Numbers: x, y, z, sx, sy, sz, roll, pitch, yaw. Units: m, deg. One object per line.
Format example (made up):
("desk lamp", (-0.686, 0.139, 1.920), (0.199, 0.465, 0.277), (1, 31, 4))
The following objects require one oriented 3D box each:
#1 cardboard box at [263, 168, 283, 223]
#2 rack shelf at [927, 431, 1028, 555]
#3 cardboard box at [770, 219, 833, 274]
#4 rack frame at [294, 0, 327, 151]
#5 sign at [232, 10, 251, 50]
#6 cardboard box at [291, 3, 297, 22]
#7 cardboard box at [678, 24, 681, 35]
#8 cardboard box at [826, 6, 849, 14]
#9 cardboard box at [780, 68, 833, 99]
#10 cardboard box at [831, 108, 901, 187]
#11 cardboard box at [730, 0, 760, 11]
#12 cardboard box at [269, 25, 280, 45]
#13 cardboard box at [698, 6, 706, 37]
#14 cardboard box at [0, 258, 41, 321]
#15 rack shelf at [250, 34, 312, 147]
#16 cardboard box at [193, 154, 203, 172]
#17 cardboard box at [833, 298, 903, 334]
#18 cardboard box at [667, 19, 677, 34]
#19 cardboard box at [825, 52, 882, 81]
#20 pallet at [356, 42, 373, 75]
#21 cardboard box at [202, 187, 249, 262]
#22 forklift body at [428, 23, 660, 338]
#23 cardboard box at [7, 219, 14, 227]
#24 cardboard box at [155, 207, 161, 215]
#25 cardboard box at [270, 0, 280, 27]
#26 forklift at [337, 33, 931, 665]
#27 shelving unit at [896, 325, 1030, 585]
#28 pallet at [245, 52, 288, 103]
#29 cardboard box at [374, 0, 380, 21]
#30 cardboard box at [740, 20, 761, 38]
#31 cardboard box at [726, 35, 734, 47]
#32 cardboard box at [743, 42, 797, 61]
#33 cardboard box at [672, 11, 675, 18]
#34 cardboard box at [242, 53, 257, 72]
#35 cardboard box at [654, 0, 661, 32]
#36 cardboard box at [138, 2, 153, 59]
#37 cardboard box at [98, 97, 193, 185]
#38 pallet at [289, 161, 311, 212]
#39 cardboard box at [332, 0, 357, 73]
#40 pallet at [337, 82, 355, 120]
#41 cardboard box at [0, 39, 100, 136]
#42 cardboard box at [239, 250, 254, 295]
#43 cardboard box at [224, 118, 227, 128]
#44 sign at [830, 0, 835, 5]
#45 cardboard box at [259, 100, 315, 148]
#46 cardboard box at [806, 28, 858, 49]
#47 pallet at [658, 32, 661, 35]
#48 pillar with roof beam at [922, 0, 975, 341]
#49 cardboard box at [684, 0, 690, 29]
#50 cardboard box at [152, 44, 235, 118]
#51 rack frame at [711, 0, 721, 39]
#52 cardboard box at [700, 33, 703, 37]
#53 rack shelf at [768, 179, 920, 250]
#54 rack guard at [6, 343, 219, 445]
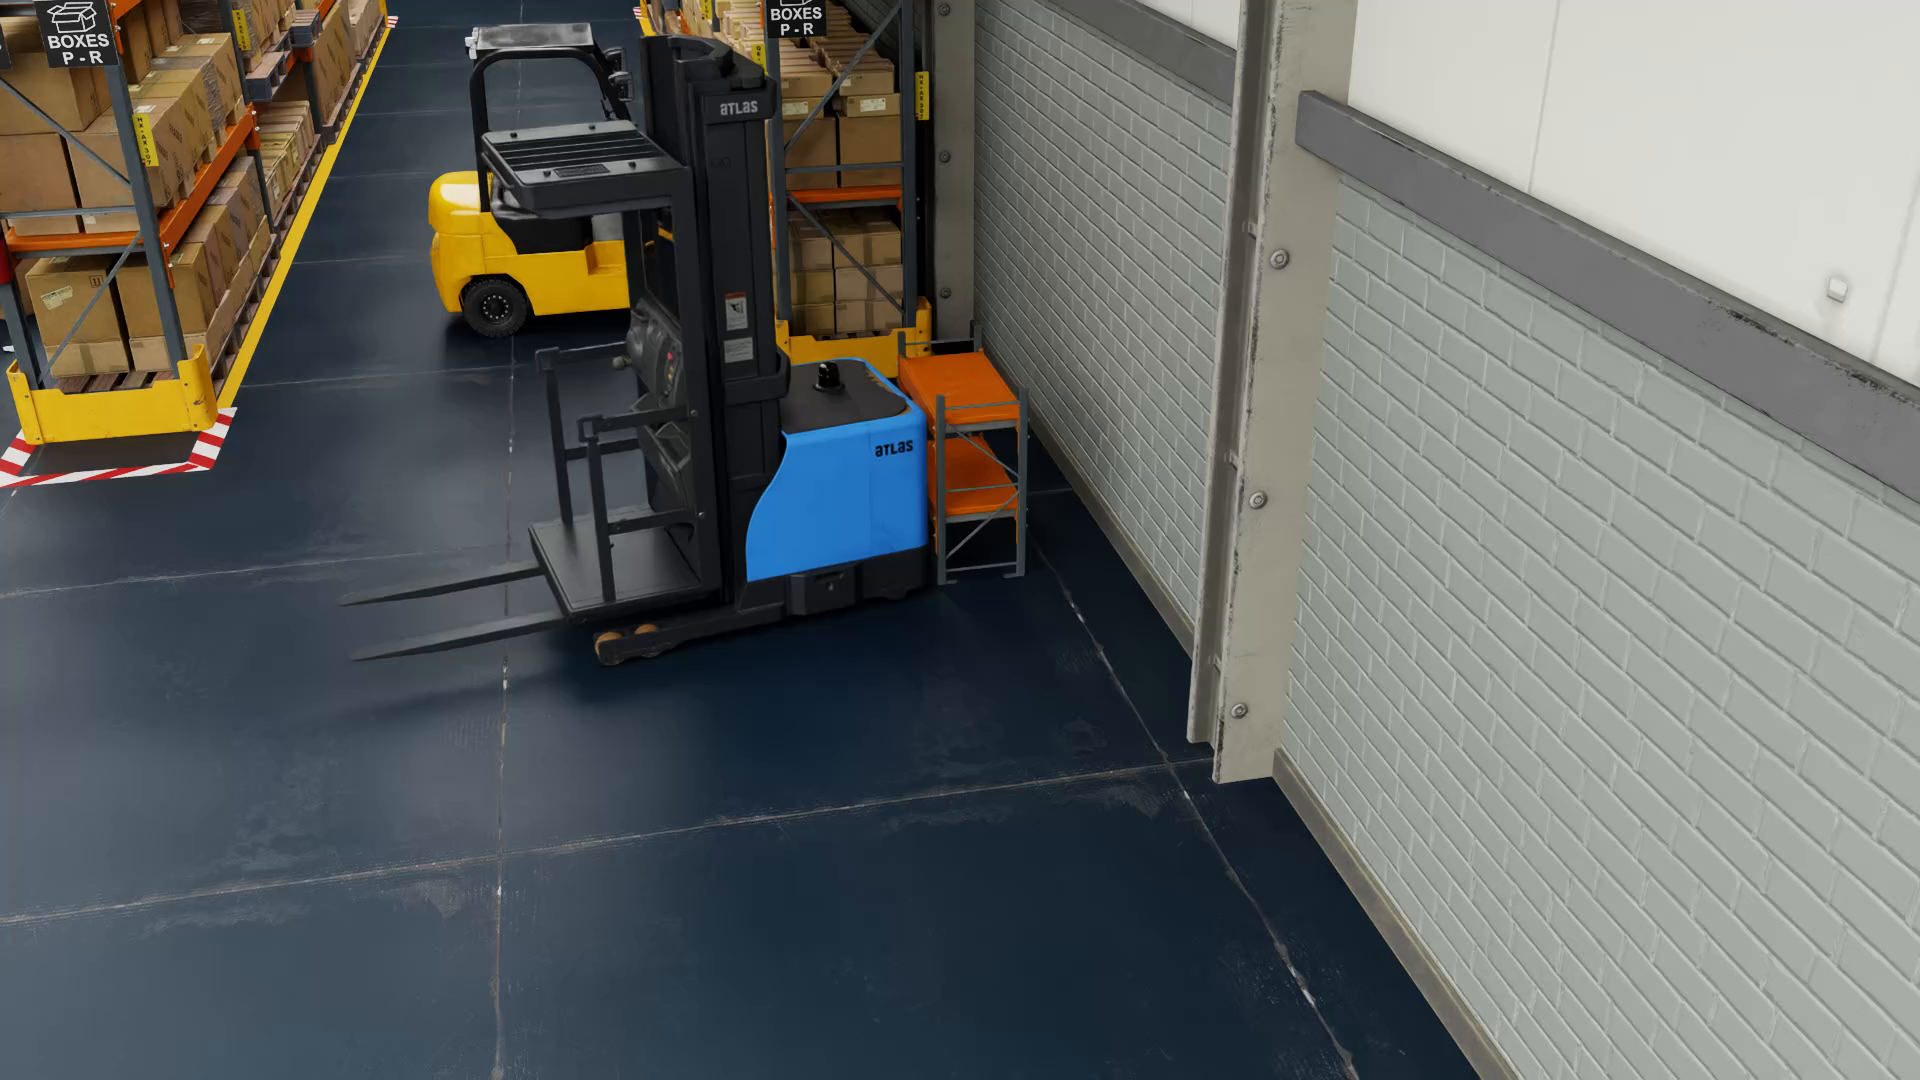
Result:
("cardboard box", (-6.662, -3.065, 14.945), (0.950, 0.372, 0.625), (-6, 27, -11))
("rack shelf", (0.001, -0.288, 9.614), (0.538, 0.278, 1.000), (-6, 27, -12))
("cardboard box", (-1.212, -2.147, 12.152), (0.500, 0.250, 0.500), (-5, 27, -10))
("rack frame", (-7.443, -5.577, 17.470), (1.000, 3.000, 0.127), (-6, 27, -12))
("sign", (-6.014, -4.266, 13.912), (0.100, 0.325, 0.005), (-6, 27, -12))
("cardboard box", (-6.908, -5.316, 16.766), (0.380, 0.149, 0.250), (-6, 27, -12))
("cardboard box", (-3.237, -6.220, 20.332), (0.380, 0.149, 0.250), (-7, 28, -14))
("cardboard box", (-1.134, -4.352, 13.881), (0.380, 0.149, 0.250), (-6, 27, -13))
("cardboard box", (-1.091, -3.174, 11.548), (0.380, 0.149, 0.250), (-6, 27, -11))
("cardboard box", (-0.646, -2.861, 11.978), (0.500, 0.500, 0.500), (-5, 27, -10))
("cardboard box", (-1.759, -4.520, 14.215), (0.380, 0.149, 0.250), (-6, 27, -11))
("cardboard box", (-6.625, -4.746, 15.637), (0.380, 0.149, 0.250), (-5, 27, -10))
("cardboard box", (-2.189, -4.898, 15.736), (0.500, 0.250, 0.500), (-7, 28, -13))
("cardboard box", (-7.626, -2.098, 13.348), (0.500, 0.500, 0.500), (13, 30, 24))
("rack shelf", (-6.992, -4.378, 15.893), (1.077, 0.370, 4.000), (-6, 27, -12))
("cardboard box", (-5.818, -2.812, 12.271), (0.380, 0.149, 0.250), (-7, 28, -13))
("cardboard box", (-0.725, -1.766, 12.506), (0.500, 0.250, 0.500), (-6, 27, -11))
("cardboard box", (-3.490, -6.442, 21.493), (0.500, 0.500, 0.500), (-6, 27, -12))
("cardboard box", (-0.772, -3.440, 12.075), (0.380, 0.149, 0.250), (-5, 27, -11))
("pallet", (-8.439, -6.430, 22.255), (1.003, 0.211, 1.213), (-6, 27, -12))
("cardboard box", (-5.914, -2.436, 13.001), (0.500, 0.500, 0.500), (-5, 27, -9))
("forklift body", (-3.009, -2.839, 12.988), (2.313, 2.155, 1.214), (-6, 27, -12))
("cardboard box", (-6.098, -2.195, 11.049), (0.380, 0.149, 0.250), (-6, 27, -12))
("cardboard box", (-5.586, -2.232, 11.123), (0.380, 0.149, 0.250), (-6, 27, -11))
("cardboard box", (-6.705, -5.084, 15.586), (0.500, 0.500, 0.500), (-7, 28, -14))
("forklift", (-1.722, -0.940, 8.360), (3.031, 2.935, 1.130), (-11, 29, -21))
("shelving unit", (0.001, -0.506, 9.504), (0.538, 1.125, 1.048), (-6, 27, -12))
("pallet", (-6.572, -4.086, 14.729), (1.003, 0.211, 1.213), (-6, 27, -12))
("cardboard box", (-8.999, -7.853, 24.357), (0.875, 0.438, 0.875), (-7, 28, -13))
("cardboard box", (-1.556, -4.066, 13.316), (0.380, 0.149, 0.250), (-6, 27, -12))
("cardboard box", (-1.704, -4.038, 13.590), (0.380, 0.149, 0.250), (-6, 27, -12))
("cardboard box", (-1.412, -3.611, 12.414), (0.380, 0.149, 0.250), (-5, 27, -10))
("cardboard box", (-3.550, -6.902, 21.683), (0.380, 0.149, 0.250), (-7, 28, -13))
("cardboard box", (-6.358, -4.171, 14.498), (0.380, 0.149, 0.250), (-6, 27, -11))
("cardboard box", (-3.976, -7.553, 23.694), (0.700, 0.500, 0.500), (-7, 28, -14))
("cardboard box", (-6.473, -3.780, 12.359), (0.700, 0.500, 0.500), (-7, 28, -13))
("cardboard box", (-5.596, -2.706, 11.340), (0.500, 0.500, 0.500), (-5, 27, -10))
("pallet", (-6.997, -3.454, 16.360), (1.003, 0.211, 1.213), (-6, 27, -12))
("cardboard box", (-8.127, -6.308, 20.810), (0.875, 0.875, 0.875), (-5, 27, -10))
("pallet", (-7.818, -5.220, 19.859), (1.003, 0.211, 1.213), (-6, 27, -12))
("cardboard box", (-5.968, -2.891, 10.598), (0.700, 0.500, 0.500), (-7, 28, -13))
("cardboard box", (-5.906, -2.092, 13.152), (0.500, 0.250, 0.500), (-6, 27, -11))
("cardboard box", (-6.126, -3.367, 13.372), (0.380, 0.149, 0.250), (-6, 27, -11))
("sign", (-1.166, -4.806, 14.893), (0.100, 0.325, 0.005), (-6, 27, -12))
("cardboard box", (-7.325, -4.342, 17.474), (0.950, 0.372, 0.625), (-8, 28, -15))
("cardboard box", (-0.993, -3.889, 12.965), (0.380, 0.149, 0.250), (-6, 27, -11))
("pallet", (-3.663, -6.895, 23.177), (1.003, 0.211, 1.213), (-6, 27, -12))
("pillar with roof beam", (-4.278, -5.209, 10.083), (9.100, 9.000, 0.400), (-6, 27, -12))
("cardboard box", (-2.637, -5.575, 17.633), (0.500, 0.250, 0.500), (-7, 28, -13))
("cardboard box", (-6.076, -3.603, 13.119), (0.500, 0.500, 0.500), (-5, 27, -10))
("rack frame", (-1.706, -4.327, 14.993), (1.000, 3.000, 0.127), (-6, 27, -12))
("cardboard box", (-2.193, -4.675, 15.849), (0.500, 0.250, 0.500), (-6, 27, -12))
("rack shelf", (-1.255, -3.128, 13.416), (1.077, 0.370, 4.000), (-6, 27, -12))
("rack guard", (-5.657, -0.982, 11.142), (1.175, 0.500, 0.348), (-6, 27, -12))
